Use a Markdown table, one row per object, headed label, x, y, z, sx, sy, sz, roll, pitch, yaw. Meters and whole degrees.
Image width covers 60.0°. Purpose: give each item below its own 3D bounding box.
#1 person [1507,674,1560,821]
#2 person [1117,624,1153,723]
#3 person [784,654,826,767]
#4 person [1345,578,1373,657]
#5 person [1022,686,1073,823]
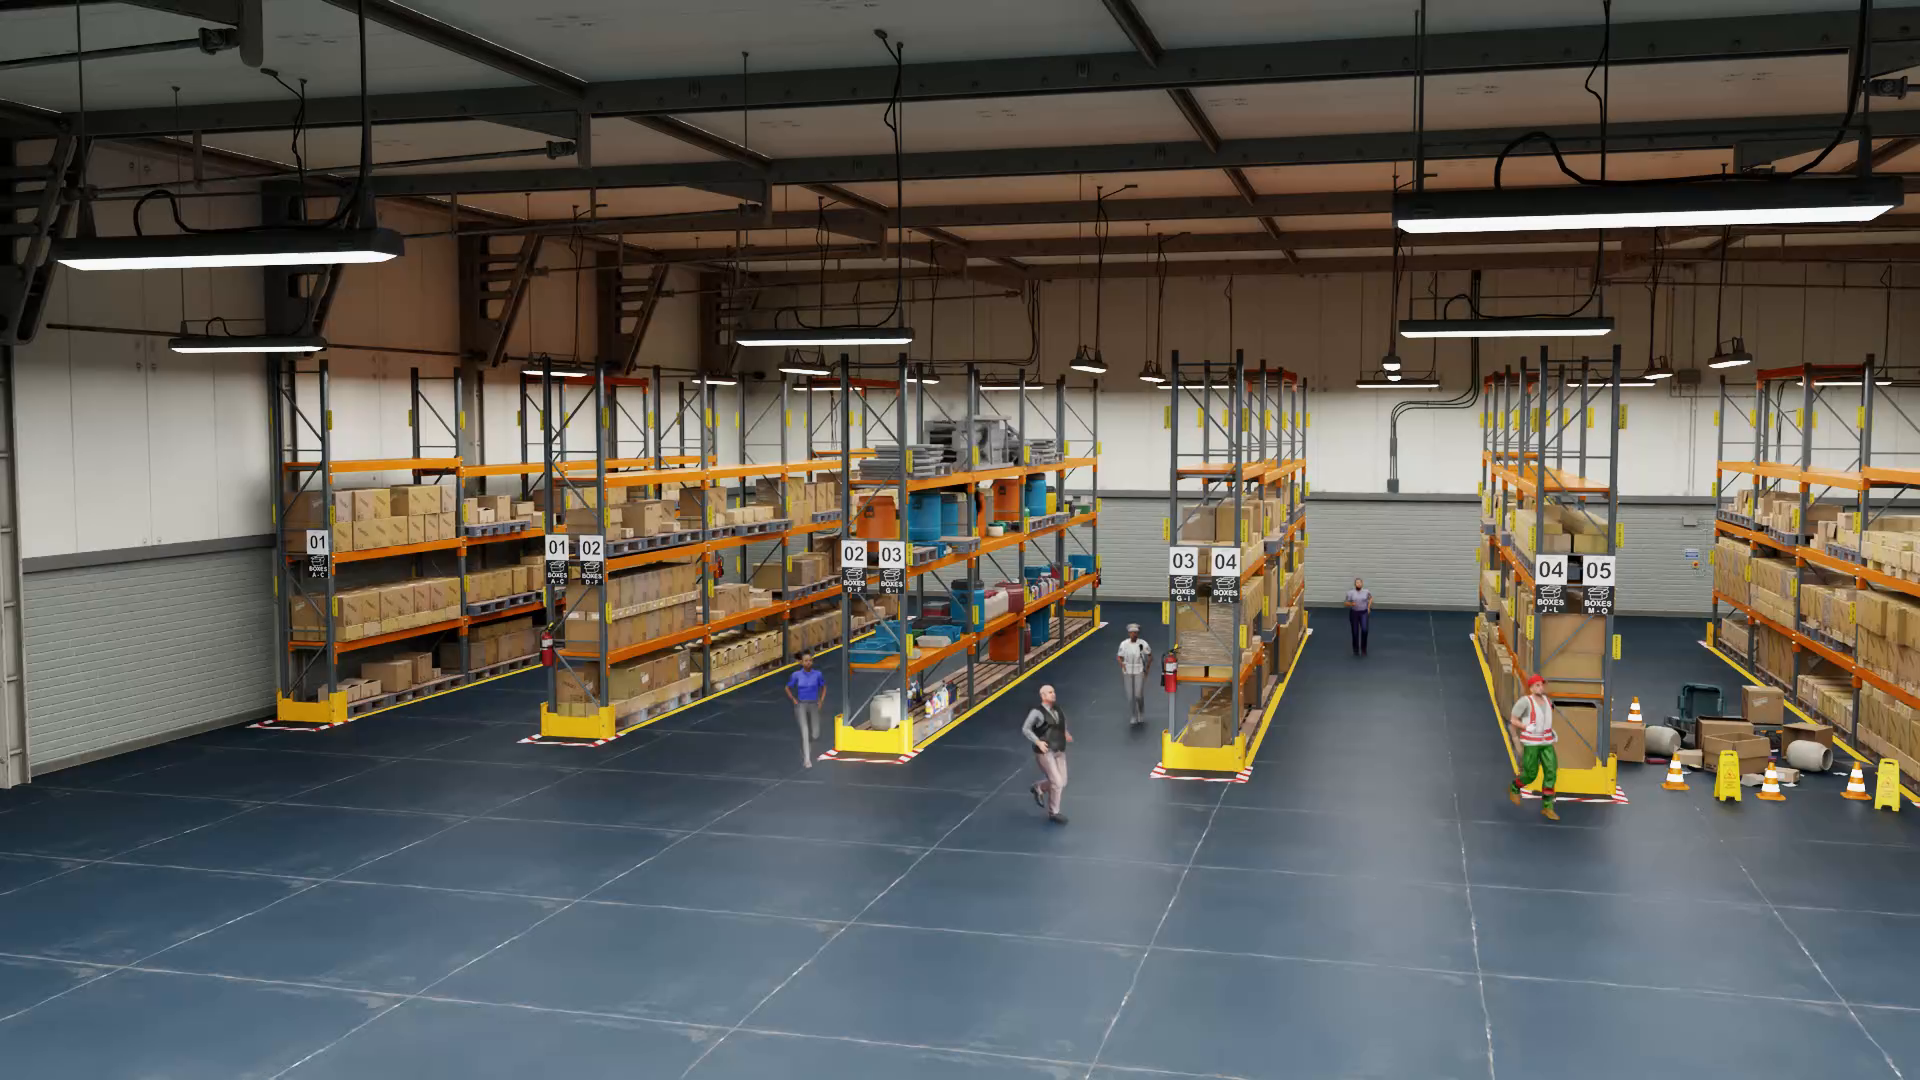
| label | x | y | z | sx | sy | sz | roll | pitch | yaw |
| --- | --- | --- | --- | --- | --- | --- | --- | --- | --- |
| person | 7.285 | 2.600 | 21.088 | 0.666 | 1.798 | 0.830 | -1 | 4 | -16 |
| person | 2.858 | 2.198 | 27.374 | 0.576 | 1.660 | 0.573 | 1 | 4 | 14 |
| person | -2.241 | 2.468 | 24.235 | 0.623 | 1.633 | 0.587 | -1 | 4 | -13 |
| person | 8.487 | 1.669 | 35.403 | 0.583 | 1.672 | 0.746 | 1 | 4 | 12 |
| person | 1.096 | 2.662 | 20.869 | 0.666 | 1.683 | 0.753 | -4 | 6 | -42 |
